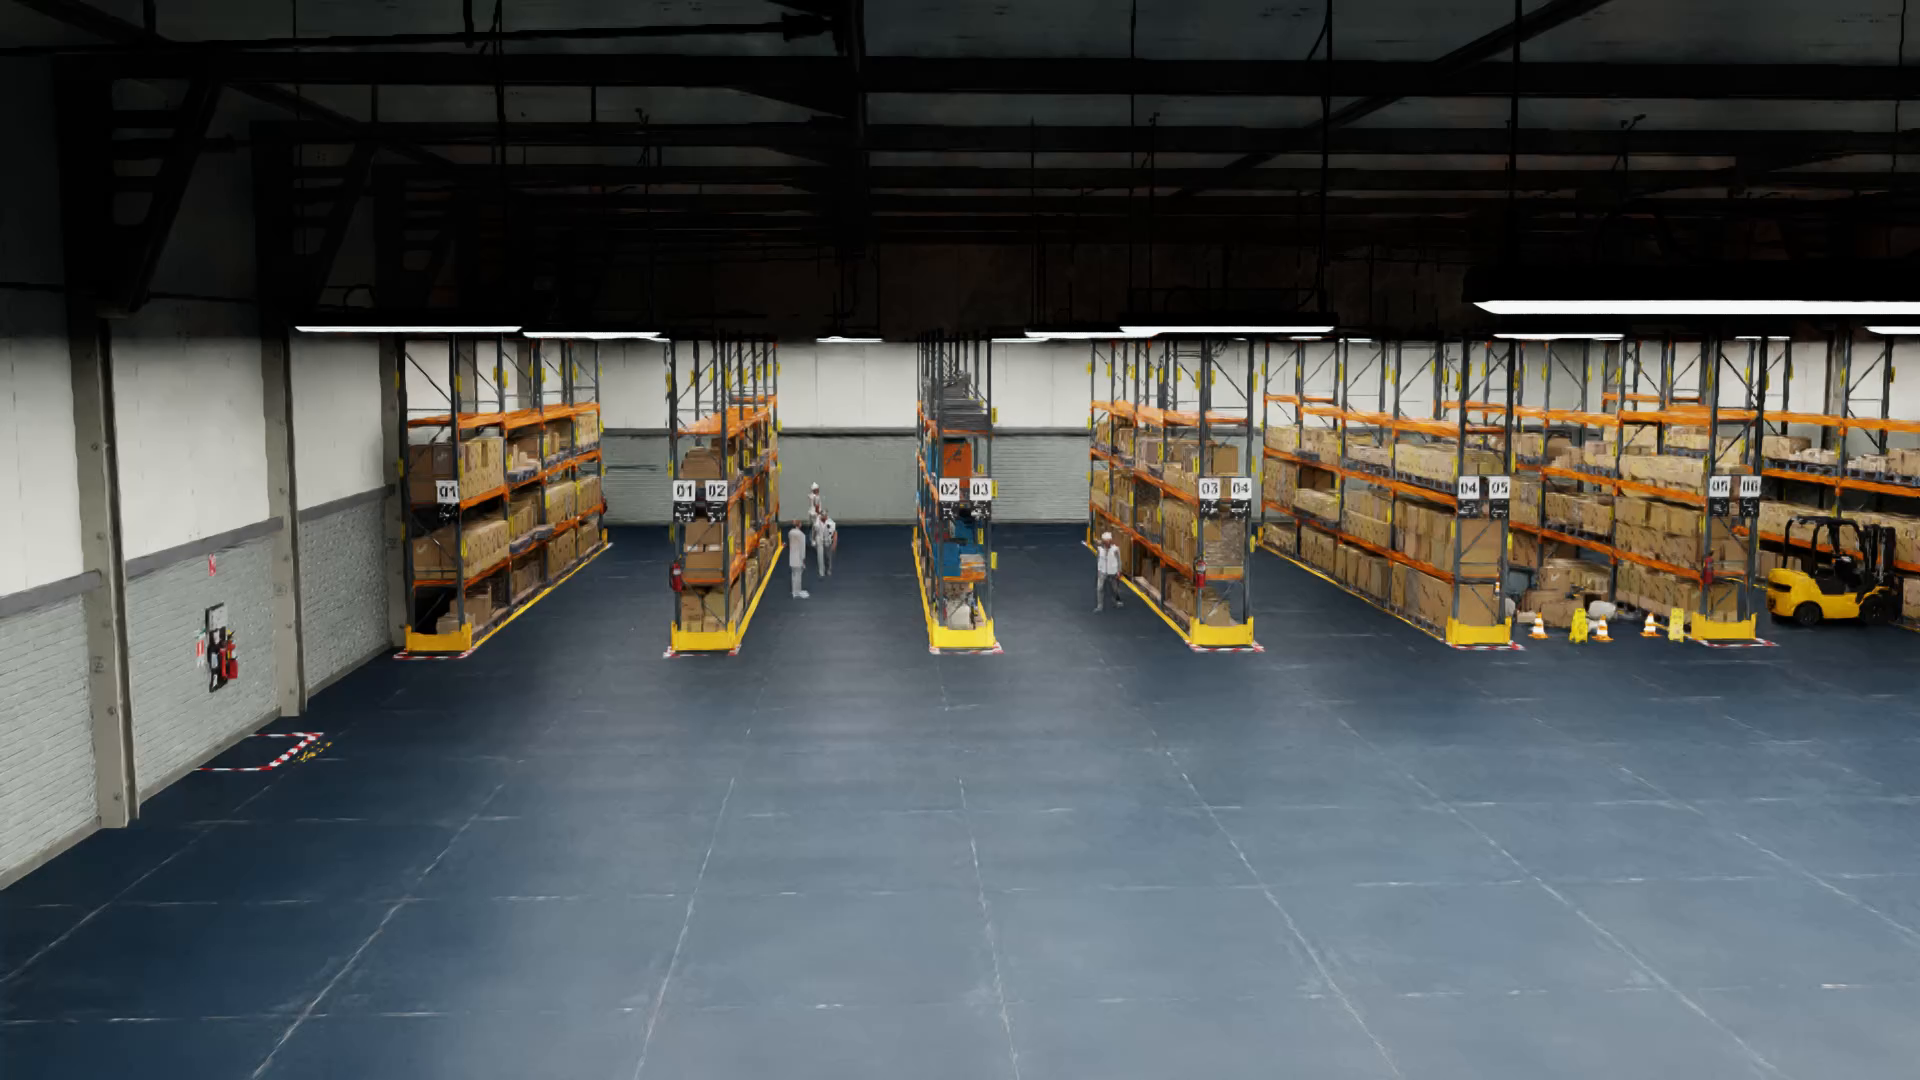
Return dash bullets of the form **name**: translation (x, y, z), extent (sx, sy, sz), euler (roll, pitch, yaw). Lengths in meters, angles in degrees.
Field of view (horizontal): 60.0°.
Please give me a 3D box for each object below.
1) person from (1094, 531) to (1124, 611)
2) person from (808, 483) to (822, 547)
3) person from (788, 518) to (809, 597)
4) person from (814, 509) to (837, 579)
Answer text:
- **person**: translation (3.216, 0.658, 35.815), extent (0.574, 1.721, 0.955), euler (2, 7, 18)
- **person**: translation (-4.077, -0.713, 46.928), extent (0.409, 1.788, 0.666), euler (-3, 7, -23)
- **person**: translation (-3.635, 0.387, 37.653), extent (0.506, 1.783, 0.632), euler (-4, 8, -34)
- **person**: translation (-3.295, 0.073, 40.738), extent (0.556, 1.705, 1.022), euler (0, 7, -4)
